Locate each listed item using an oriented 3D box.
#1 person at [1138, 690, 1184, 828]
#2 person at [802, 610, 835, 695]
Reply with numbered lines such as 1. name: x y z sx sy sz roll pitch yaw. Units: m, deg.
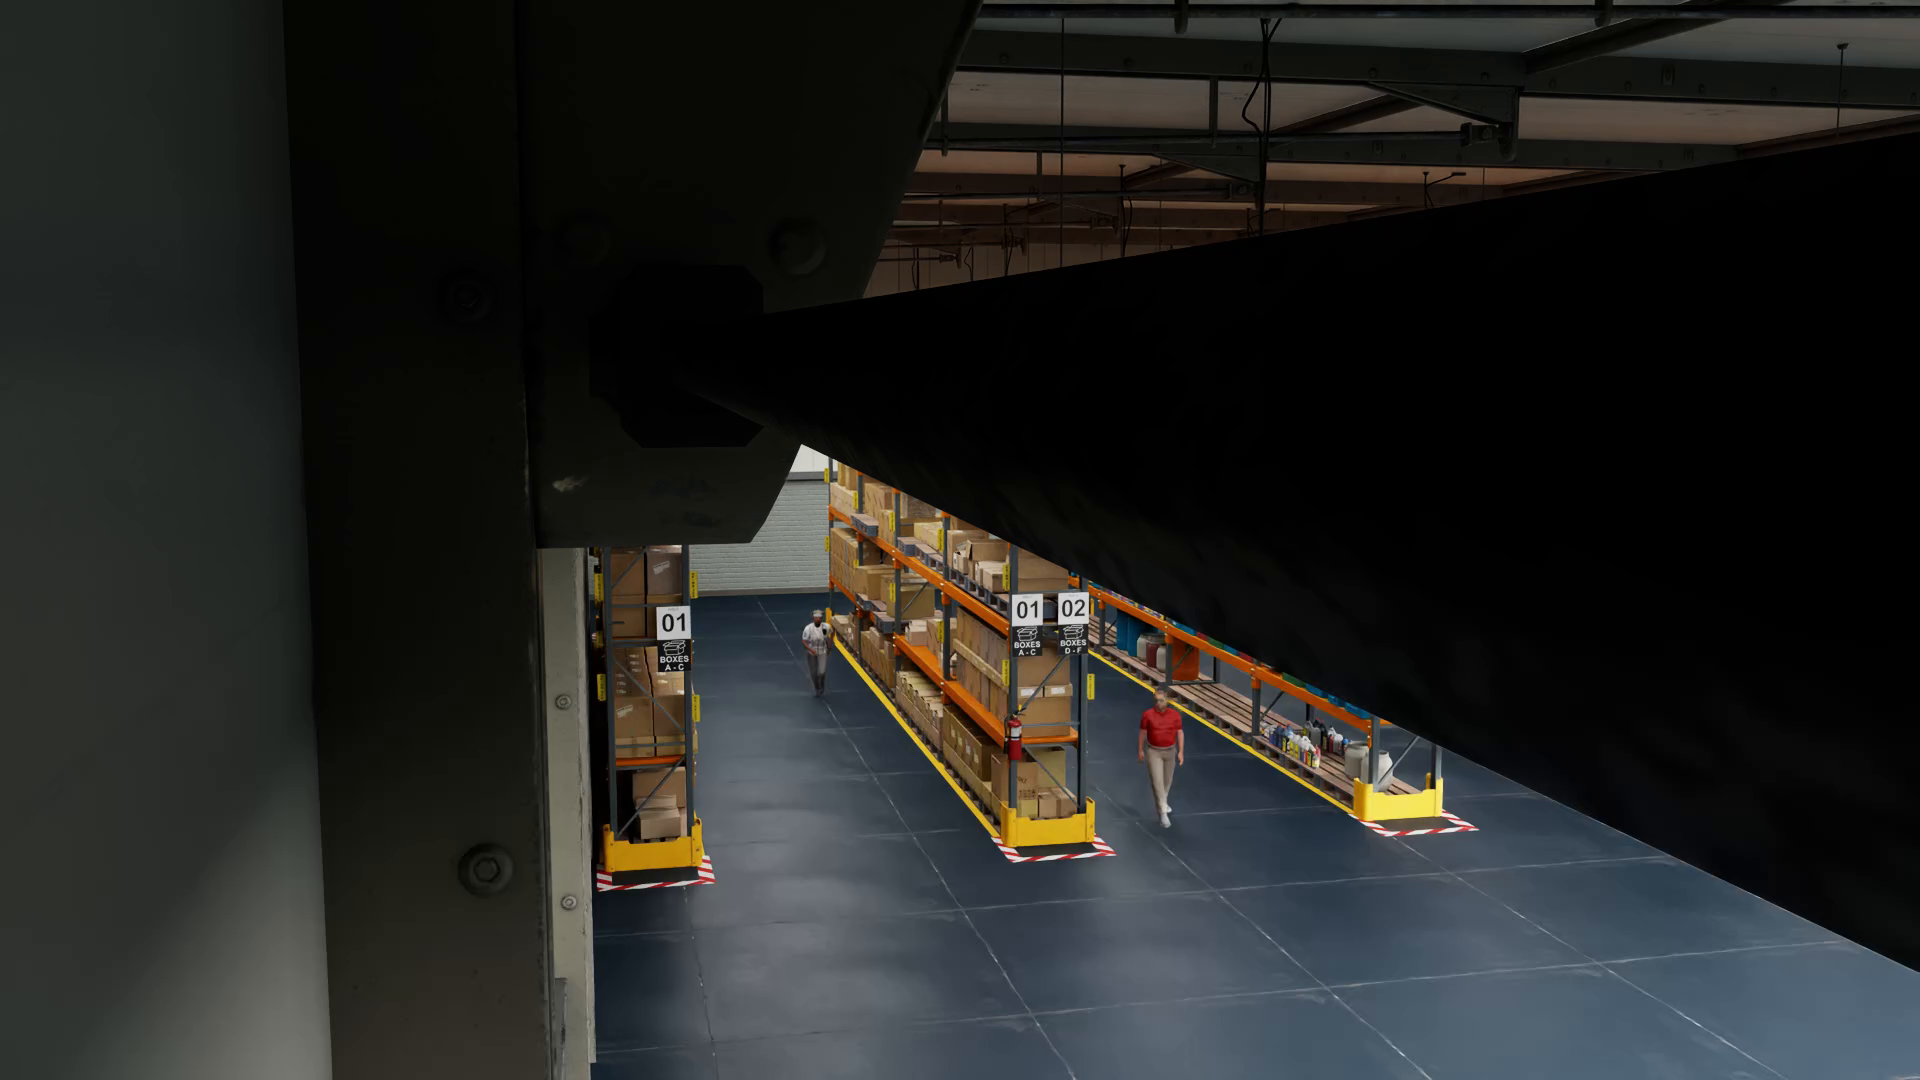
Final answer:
1. person: 2.700 2.865 22.116 0.567 1.719 0.880 -1 7 -8
2. person: -2.527 2.011 29.712 0.577 1.613 0.745 0 7 -3
